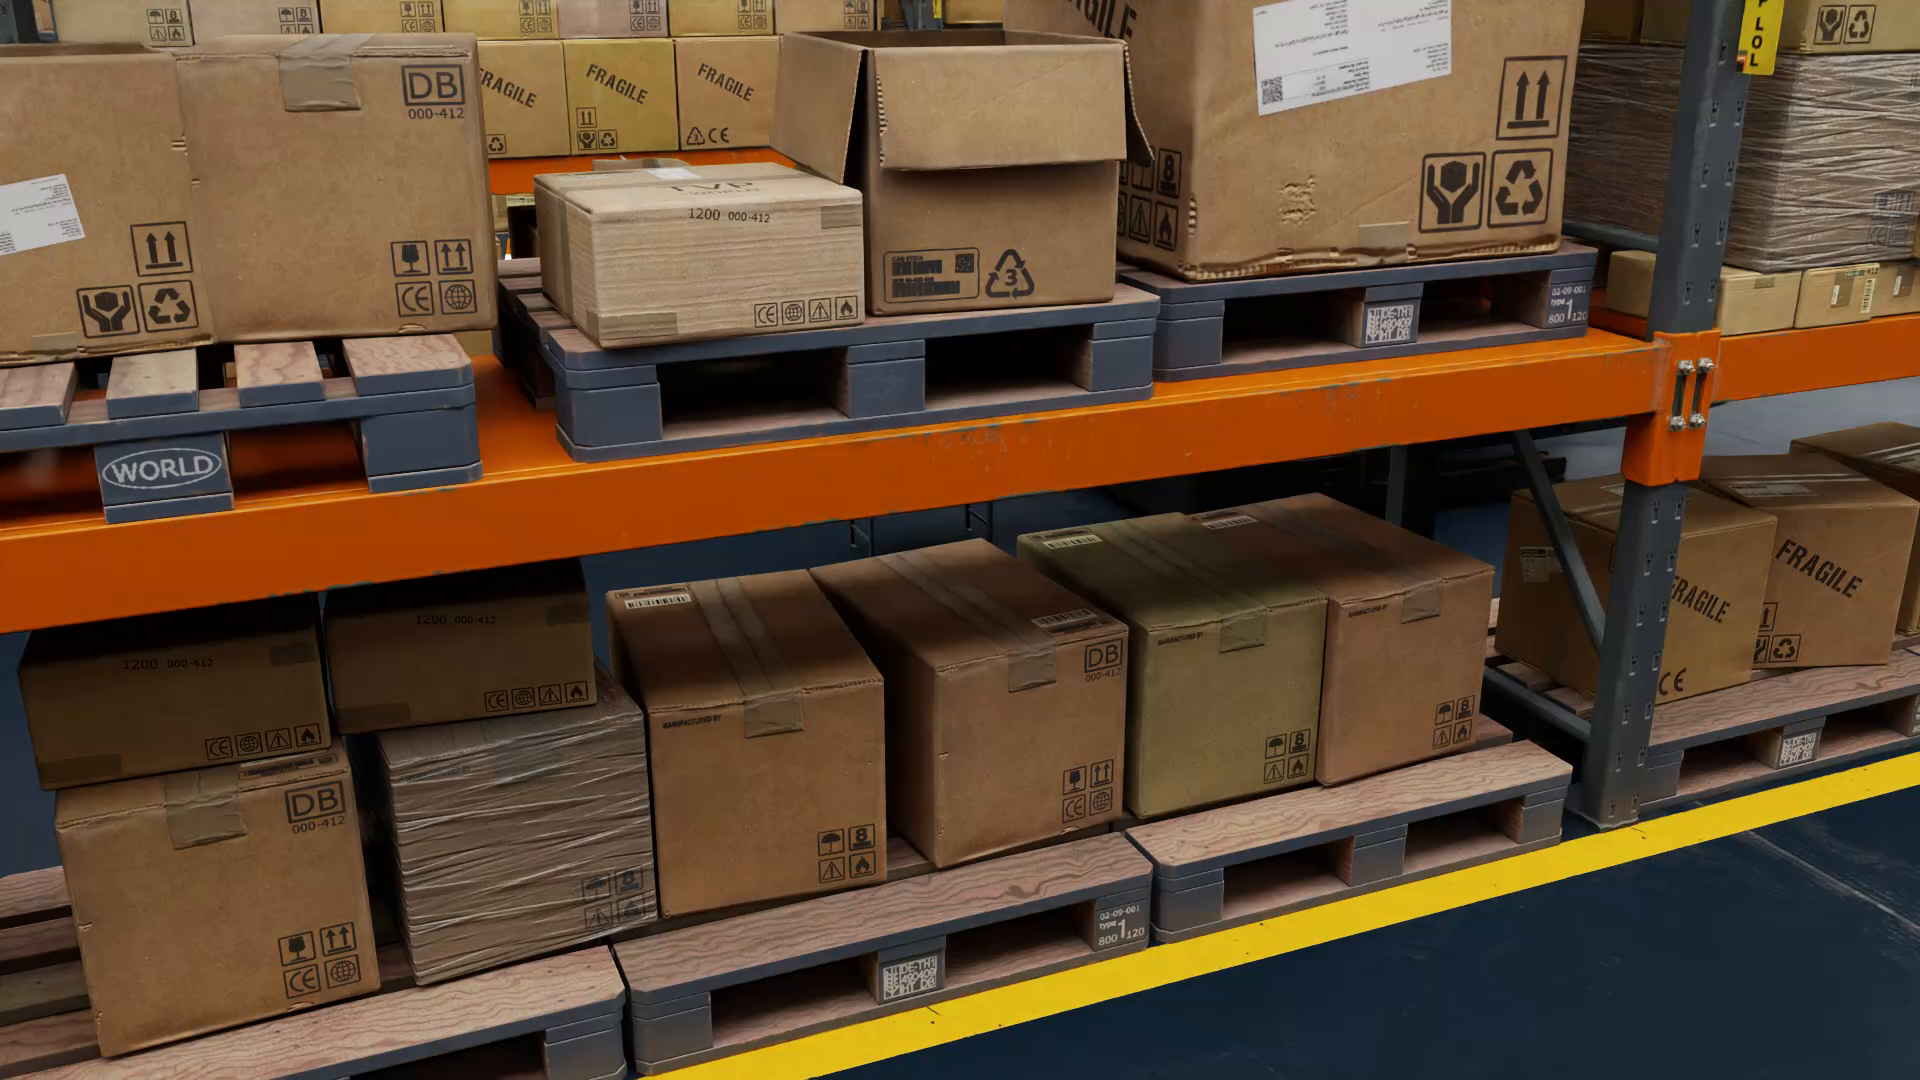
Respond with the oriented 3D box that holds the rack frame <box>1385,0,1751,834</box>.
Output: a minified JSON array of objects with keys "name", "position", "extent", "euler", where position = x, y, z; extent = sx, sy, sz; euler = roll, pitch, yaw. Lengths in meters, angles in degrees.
[{"name":"rack frame","position":[1.535,-0.808,4.302],"extent":[0.127,3.000,1.000],"euler":[-8,21,-22]}]

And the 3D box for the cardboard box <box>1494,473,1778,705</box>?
[{"name":"cardboard box","position":[1.918,0.132,4.762],"extent":[0.500,0.500,0.500],"euler":[-9,21,-24]}]

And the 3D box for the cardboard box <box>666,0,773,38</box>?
[{"name":"cardboard box","position":[-1.262,-2.718,8.068],"extent":[0.500,0.500,0.700],"euler":[-9,21,-23]}]

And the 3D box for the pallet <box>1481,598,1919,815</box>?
[{"name":"pallet","position":[2.138,0.408,5.046],"extent":[1.213,0.211,1.003],"euler":[-8,21,-22]}]

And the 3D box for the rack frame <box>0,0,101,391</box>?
[{"name":"rack frame","position":[-4.010,-1.808,7.141],"extent":[0.127,3.000,1.000],"euler":[-8,21,-22]}]

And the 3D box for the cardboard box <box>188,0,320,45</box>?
[{"name":"cardboard box","position":[-3.130,-2.450,7.307],"extent":[0.500,0.500,0.700],"euler":[-8,21,-23]}]

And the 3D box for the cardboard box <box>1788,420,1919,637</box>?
[{"name":"cardboard box","position":[2.980,-0.051,5.282],"extent":[0.500,0.500,0.500],"euler":[-10,22,-27]}]

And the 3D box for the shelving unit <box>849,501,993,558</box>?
[{"name":"shelving unit","position":[-0.152,-0.544,6.261],"extent":[0.503,1.200,0.258],"euler":[-8,21,-22]}]

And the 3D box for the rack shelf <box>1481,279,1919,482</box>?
[{"name":"rack shelf","position":[3.372,-0.732,5.168],"extent":[4.000,0.370,1.077],"euler":[-8,21,-22]}]

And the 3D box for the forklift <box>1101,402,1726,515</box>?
[{"name":"forklift","position":[2.023,-1.706,6.954],"extent":[3.031,2.935,1.130],"euler":[-9,21,-23]}]

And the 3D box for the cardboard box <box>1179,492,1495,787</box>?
[{"name":"cardboard box","position":[0.963,0.237,4.433],"extent":[0.500,0.500,0.700],"euler":[-10,22,-26]}]

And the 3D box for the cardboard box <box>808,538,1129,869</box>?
[{"name":"cardboard box","position":[0.004,0.368,4.062],"extent":[0.500,0.500,0.700],"euler":[-10,22,-27]}]

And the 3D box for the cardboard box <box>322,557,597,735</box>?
[{"name":"cardboard box","position":[-1.051,0.165,3.508],"extent":[0.500,0.250,0.500],"euler":[-6,20,-16]}]

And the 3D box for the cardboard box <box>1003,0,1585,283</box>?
[{"name":"cardboard box","position":[0.750,-1.228,3.957],"extent":[1.000,1.000,1.000],"euler":[-8,21,-22]}]

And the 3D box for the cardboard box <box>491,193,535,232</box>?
[{"name":"cardboard box","position":[-3.530,-2.624,12.782],"extent":[0.625,0.372,0.950],"euler":[-7,21,-19]}]

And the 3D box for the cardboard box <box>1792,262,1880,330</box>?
[{"name":"cardboard box","position":[2.086,-0.655,4.245],"extent":[0.250,0.149,0.380],"euler":[-8,21,-22]}]

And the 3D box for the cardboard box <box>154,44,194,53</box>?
[{"name":"cardboard box","position":[-3.490,-1.832,7.058],"extent":[0.500,0.500,0.500],"euler":[-8,21,-21]}]

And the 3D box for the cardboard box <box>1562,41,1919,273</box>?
[{"name":"cardboard box","position":[1.973,-1.036,4.350],"extent":[0.500,0.500,0.875],"euler":[-8,21,-22]}]

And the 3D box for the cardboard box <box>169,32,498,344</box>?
[{"name":"cardboard box","position":[-1.185,-0.715,3.252],"extent":[0.500,0.500,0.700],"euler":[-5,20,-14]}]

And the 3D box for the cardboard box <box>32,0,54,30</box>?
[{"name":"cardboard box","position":[-8.567,-5.043,15.544],"extent":[0.500,0.500,0.500],"euler":[-7,21,-19]}]

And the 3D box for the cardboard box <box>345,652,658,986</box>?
[{"name":"cardboard box","position":[-1.026,0.518,3.635],"extent":[0.500,0.500,0.700],"euler":[-10,22,-26]}]

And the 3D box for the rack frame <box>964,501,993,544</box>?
[{"name":"rack frame","position":[0.072,-0.576,6.352],"extent":[0.015,1.200,0.240],"euler":[-8,21,-22]}]

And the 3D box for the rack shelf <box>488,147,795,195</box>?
[{"name":"rack shelf","position":[-2.173,-1.732,8.007],"extent":[4.000,0.370,1.077],"euler":[-8,21,-22]}]

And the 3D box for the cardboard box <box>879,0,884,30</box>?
[{"name":"cardboard box","position":[-0.502,-4.199,13.332],"extent":[0.500,0.500,0.500],"euler":[-8,21,-21]}]

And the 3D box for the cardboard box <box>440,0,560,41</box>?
[{"name":"cardboard box","position":[-2.190,-2.585,7.692],"extent":[0.500,0.500,0.700],"euler":[-8,21,-22]}]

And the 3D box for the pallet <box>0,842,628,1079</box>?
[{"name":"pallet","position":[-1.420,0.931,3.561],"extent":[1.213,0.211,1.003],"euler":[-8,21,-22]}]

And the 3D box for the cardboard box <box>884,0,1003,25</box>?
[{"name":"cardboard box","position":[0.016,-2.952,8.539],"extent":[0.550,0.550,0.875],"euler":[-8,21,-22]}]

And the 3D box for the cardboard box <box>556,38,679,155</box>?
[{"name":"cardboard box","position":[-1.638,-2.098,7.814],"extent":[0.500,0.500,0.500],"euler":[-8,21,-21]}]

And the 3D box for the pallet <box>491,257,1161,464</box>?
[{"name":"pallet","position":[-0.336,-0.465,3.614],"extent":[1.213,0.211,1.003],"euler":[-8,21,-22]}]

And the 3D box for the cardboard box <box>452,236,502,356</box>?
[{"name":"cardboard box","position":[-2.613,-1.114,7.924],"extent":[0.750,0.750,1.050],"euler":[-8,21,-21]}]

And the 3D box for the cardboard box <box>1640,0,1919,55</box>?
[{"name":"cardboard box","position":[2.049,-1.449,4.018],"extent":[0.500,0.500,0.500],"euler":[-8,21,-22]}]

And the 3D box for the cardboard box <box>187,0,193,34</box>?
[{"name":"cardboard box","position":[-5.082,-3.749,11.423],"extent":[0.500,0.500,0.500],"euler":[-7,21,-19]}]

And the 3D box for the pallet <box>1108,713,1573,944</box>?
[{"name":"pallet","position":[0.821,0.610,4.473],"extent":[1.213,0.211,1.003],"euler":[-8,21,-22]}]

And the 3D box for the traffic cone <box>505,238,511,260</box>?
[{"name":"traffic cone","position":[-2.844,-1.701,10.656],"extent":[0.334,0.463,0.336],"euler":[-8,21,-22]}]

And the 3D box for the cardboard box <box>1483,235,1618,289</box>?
[{"name":"cardboard box","position":[1.616,-0.808,4.678],"extent":[0.250,0.149,0.380],"euler":[-8,21,-22]}]

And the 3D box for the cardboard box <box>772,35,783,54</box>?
[{"name":"cardboard box","position":[-0.710,-2.231,8.192],"extent":[0.500,0.500,0.500],"euler":[-8,21,-22]}]

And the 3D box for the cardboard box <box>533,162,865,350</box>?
[{"name":"cardboard box","position":[-0.508,-0.560,3.189],"extent":[0.500,0.250,0.500],"euler":[-9,21,-23]}]

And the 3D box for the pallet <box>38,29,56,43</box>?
[{"name":"pallet","position":[-8.627,-4.616,15.406],"extent":[1.003,0.211,1.213],"euler":[-8,21,-22]}]
